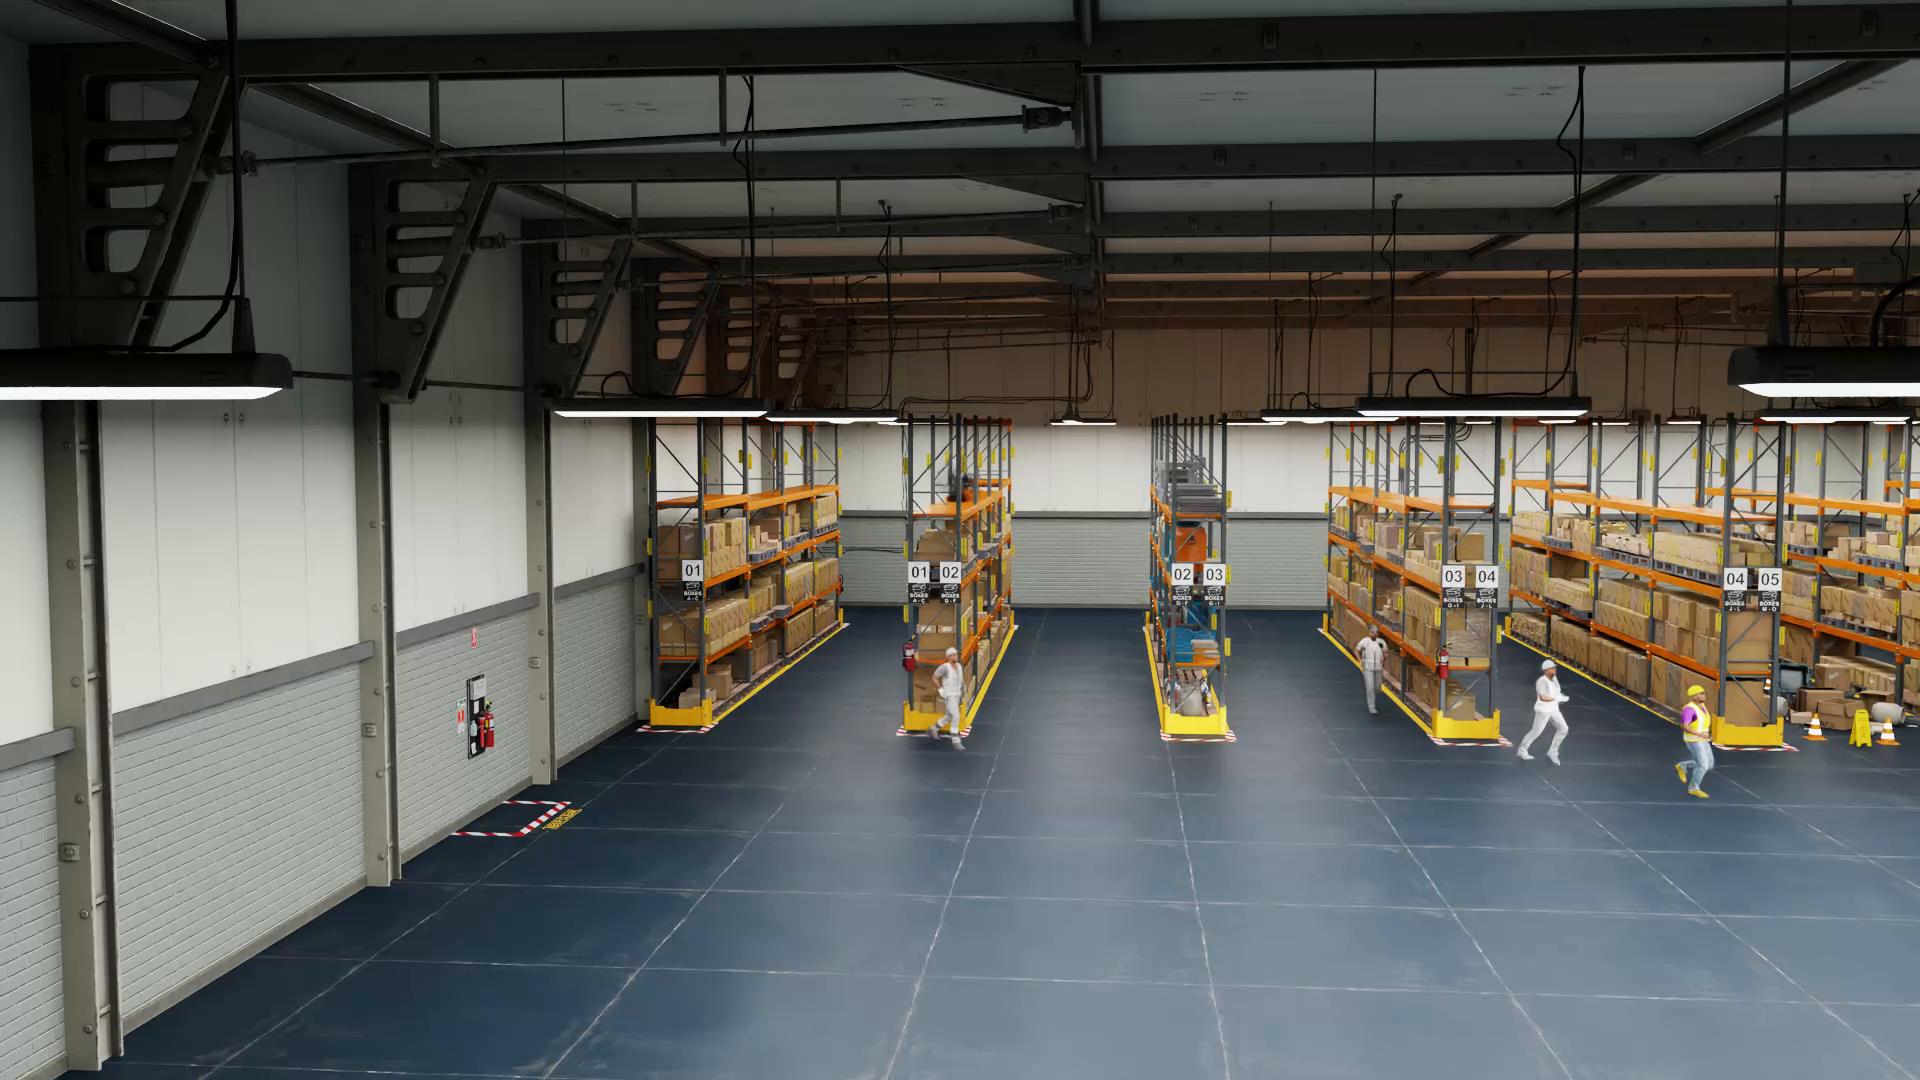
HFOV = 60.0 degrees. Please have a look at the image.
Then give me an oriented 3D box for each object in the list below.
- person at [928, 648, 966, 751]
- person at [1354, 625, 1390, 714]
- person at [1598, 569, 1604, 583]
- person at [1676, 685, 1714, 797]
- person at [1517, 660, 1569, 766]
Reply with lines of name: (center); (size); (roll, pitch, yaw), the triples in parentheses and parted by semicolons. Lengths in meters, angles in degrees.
person: (-0.196, 2.819, 29.850); (0.884, 1.804, 0.670); (3, 5, 37)
person: (8.332, 2.579, 33.540); (0.684, 1.765, 0.789); (0, 4, -2)
person: (18.219, 1.686, 47.258); (0.803, 1.742, 0.637); (1, 4, 12)
person: (11.465, 3.122, 25.955); (0.612, 1.726, 0.736); (4, 5, 43)
person: (9.981, 2.929, 28.293); (0.694, 1.807, 0.899); (-3, 5, -41)
